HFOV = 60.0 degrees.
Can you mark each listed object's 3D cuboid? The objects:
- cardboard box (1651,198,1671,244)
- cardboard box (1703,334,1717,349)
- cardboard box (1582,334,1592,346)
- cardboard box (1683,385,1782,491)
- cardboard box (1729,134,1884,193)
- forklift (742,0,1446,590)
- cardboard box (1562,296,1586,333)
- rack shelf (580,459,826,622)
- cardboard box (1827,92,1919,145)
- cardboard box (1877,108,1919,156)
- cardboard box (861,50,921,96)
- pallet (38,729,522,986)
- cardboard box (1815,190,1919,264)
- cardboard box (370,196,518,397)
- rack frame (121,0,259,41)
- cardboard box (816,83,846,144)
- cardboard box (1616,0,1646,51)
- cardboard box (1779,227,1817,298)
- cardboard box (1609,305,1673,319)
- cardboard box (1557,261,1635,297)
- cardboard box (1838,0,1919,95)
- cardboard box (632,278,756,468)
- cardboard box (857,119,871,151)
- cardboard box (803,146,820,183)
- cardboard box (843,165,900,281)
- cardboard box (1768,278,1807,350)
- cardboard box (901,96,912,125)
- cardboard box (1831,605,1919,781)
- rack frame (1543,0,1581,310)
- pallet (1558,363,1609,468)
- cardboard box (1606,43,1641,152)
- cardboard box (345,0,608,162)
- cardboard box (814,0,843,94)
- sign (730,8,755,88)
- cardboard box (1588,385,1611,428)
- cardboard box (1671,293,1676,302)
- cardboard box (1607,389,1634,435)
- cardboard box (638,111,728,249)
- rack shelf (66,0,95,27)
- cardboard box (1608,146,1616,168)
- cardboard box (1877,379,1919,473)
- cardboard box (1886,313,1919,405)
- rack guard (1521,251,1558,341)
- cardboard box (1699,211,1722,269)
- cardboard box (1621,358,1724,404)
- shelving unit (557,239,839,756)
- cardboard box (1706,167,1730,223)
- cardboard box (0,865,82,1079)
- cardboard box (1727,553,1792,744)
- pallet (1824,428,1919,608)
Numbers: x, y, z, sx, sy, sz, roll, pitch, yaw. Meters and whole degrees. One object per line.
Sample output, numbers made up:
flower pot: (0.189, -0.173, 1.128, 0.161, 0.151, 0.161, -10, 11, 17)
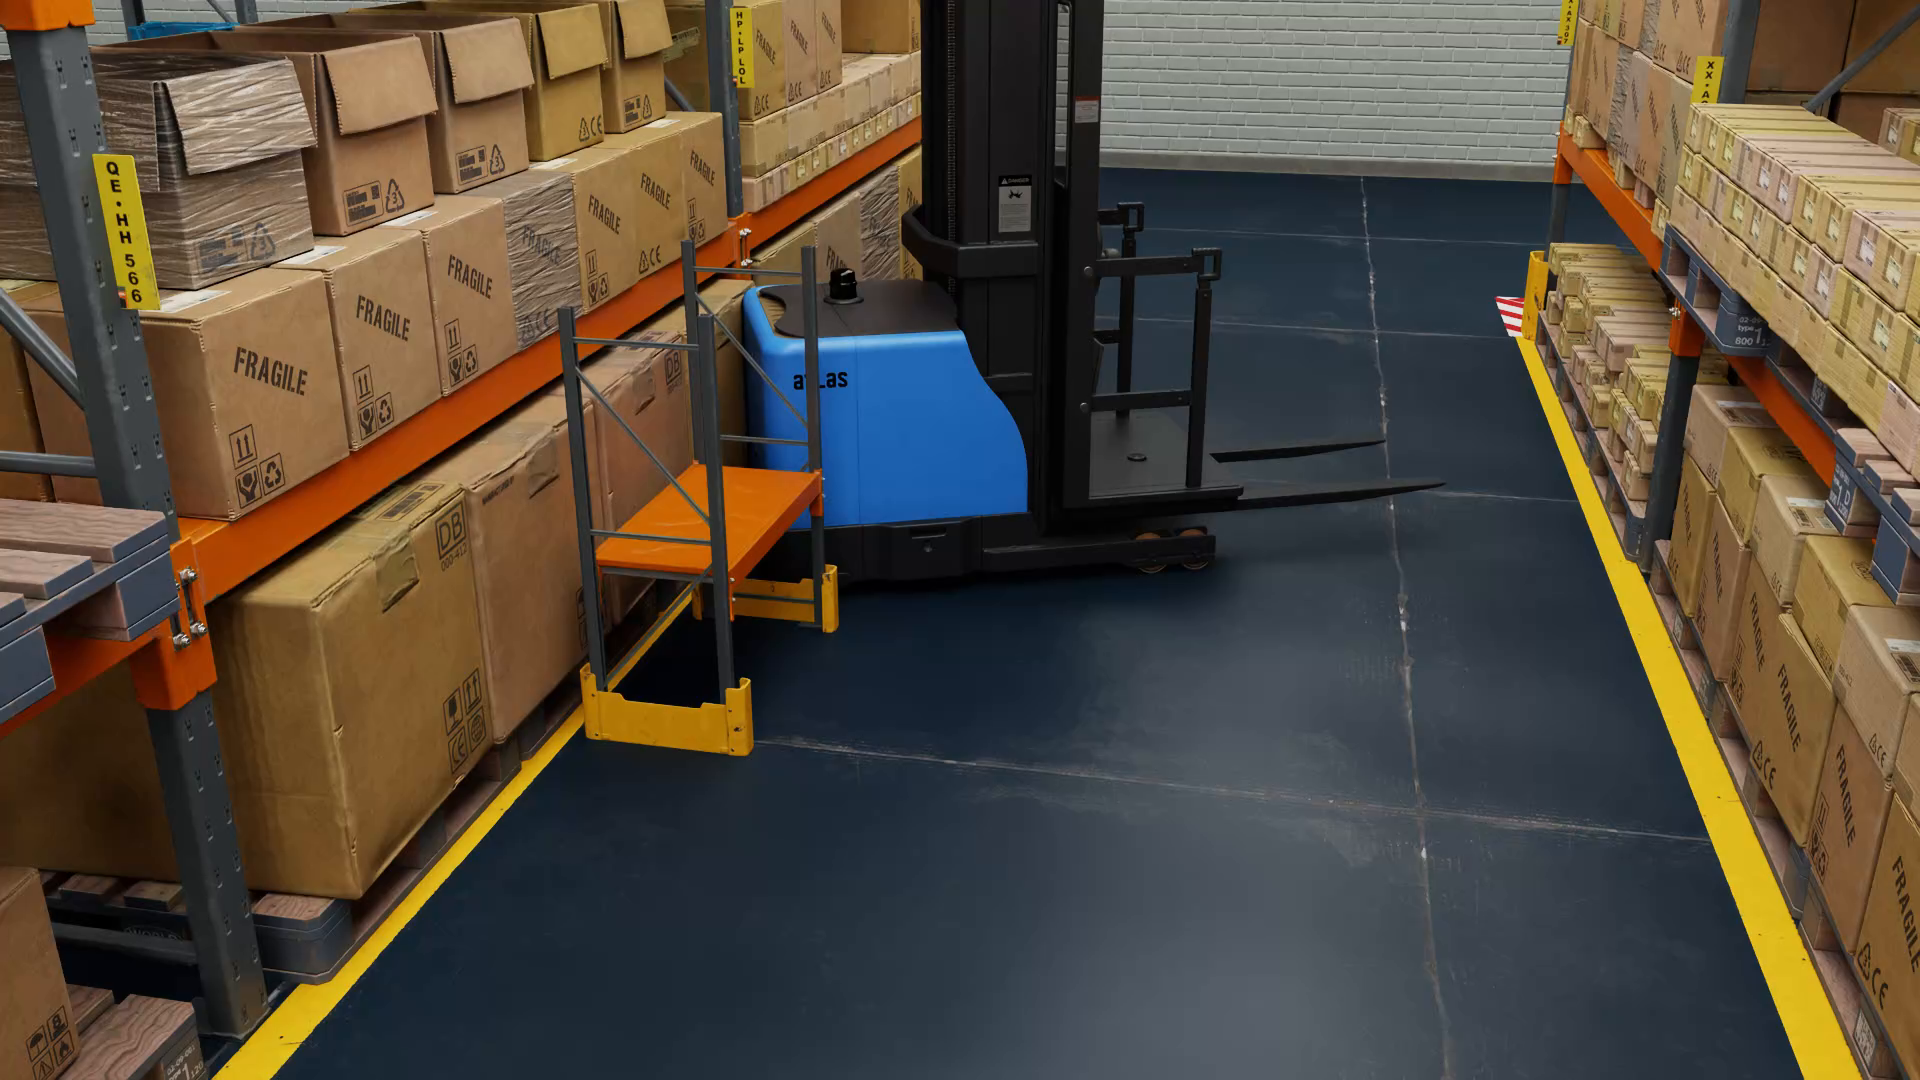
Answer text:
cardboard box: (3.140, -1.338, 6.996, 0.380, 0.149, 0.250, 4, 22, 9)
cardboard box: (3.894, -0.970, 8.205, 0.380, 0.149, 0.250, 4, 22, 9)
cardboard box: (3.626, -1.018, 9.121, 0.380, 0.149, 0.250, 5, 22, 11)
cardboard box: (2.956, -0.362, 6.018, 0.500, 0.250, 0.500, 3, 22, 9)
cardboard box: (2.676, -1.187, 5.264, 0.380, 0.149, 0.250, 4, 22, 10)
forklift: (0.611, -1.408, 6.927, 3.031, 2.935, 1.130, -5, 22, -11)
cardboard box: (3.590, -1.253, 9.305, 0.380, 0.149, 0.250, 5, 23, 13)
rack shelf: (-0.879, -0.022, 5.882, 0.538, 0.185, 1.000, 5, 22, 12)
cardboard box: (3.713, -1.576, 6.718, 0.500, 0.500, 0.500, 4, 22, 10)
cardboard box: (3.475, -1.422, 5.846, 0.380, 0.149, 0.250, 5, 23, 13)
cardboard box: (-0.492, -2.978, 10.536, 0.500, 0.250, 0.500, 4, 22, 10)
pallet: (-2.051, 0.829, 5.011, 1.003, 0.211, 1.213, 4, 22, 11)
cardboard box: (2.466, -0.808, 4.321, 0.380, 0.149, 0.250, 6, 23, 14)
cardboard box: (-1.716, -0.761, 5.095, 0.500, 0.500, 0.500, 4, 22, 10)
rack frame: (-5.502, -3.485, 11.991, 1.000, 3.000, 0.127, 4, 22, 11)
cardboard box: (-0.911, -2.236, 8.693, 0.500, 0.250, 0.500, 5, 22, 12)
cardboard box: (3.505, -2.636, 8.014, 0.500, 0.500, 0.500, 4, 22, 9)
cardboard box: (2.518, -0.764, 4.612, 0.380, 0.149, 0.250, 4, 22, 10)
cardboard box: (3.535, -1.093, 8.509, 0.380, 0.149, 0.250, 5, 22, 11)
cardboard box: (3.627, -1.482, 9.477, 0.380, 0.149, 0.250, 4, 22, 11)
cardboard box: (3.696, -2.024, 6.493, 0.500, 0.500, 0.500, 5, 22, 12)
cardboard box: (-1.581, -0.618, 7.155, 1.225, 0.875, 0.875, 5, 22, 11)
cardboard box: (-0.716, -2.276, 9.327, 0.380, 0.149, 0.250, 5, 22, 12)
cardboard box: (-0.925, -1.899, 8.391, 0.380, 0.149, 0.250, 4, 22, 9)
cardboard box: (-0.891, -1.743, 9.949, 0.875, 0.875, 0.875, 4, 22, 11)
cardboard box: (2.519, -0.629, 4.673, 0.380, 0.149, 0.250, 3, 22, 8)
cardboard box: (-0.508, -2.648, 10.249, 0.380, 0.149, 0.250, 5, 22, 11)
cardboard box: (2.524, 0.395, 4.138, 0.500, 0.250, 0.500, 5, 22, 12)
rack frame: (4.182, -2.692, 10.023, 1.000, 3.000, 0.127, 4, 22, 11)
pallet: (3.715, -0.632, 8.639, 1.003, 0.211, 1.213, 4, 22, 11)
cardboard box: (3.525, -2.171, 8.196, 0.500, 0.500, 0.500, 4, 22, 10)
cardboard box: (-1.743, -1.672, 6.012, 0.797, 0.503, 0.637, 5, 22, 12)
cardboard box: (-0.912, -2.586, 8.559, 0.500, 0.500, 0.500, 4, 22, 9)
sign: (-0.936, -2.107, 7.126, 0.100, 0.325, 0.005, 4, 22, 11)
cardboard box: (3.323, -0.650, 8.205, 0.380, 0.149, 0.250, 4, 22, 11)
cardboard box: (4.249, -1.298, 9.416, 0.380, 0.149, 0.250, 4, 22, 9)
cardboard box: (3.199, -0.578, 7.630, 0.380, 0.149, 0.250, 4, 22, 9)
cardboard box: (-1.298, -1.499, 6.926, 0.500, 0.500, 0.500, 5, 22, 11)
rack shelf: (-1.878, -1.971, 5.179, 1.077, 0.370, 4.000, 4, 22, 11)
cardboard box: (3.600, -2.001, 8.643, 0.380, 0.149, 0.250, 4, 22, 10)
cardboard box: (2.304, -0.245, 3.721, 0.380, 0.149, 0.250, 5, 22, 12)
cardboard box: (2.308, -0.392, 3.688, 0.380, 0.149, 0.250, 5, 22, 12)
rack guard: (4.166, -1.505, 10.421, 1.175, 0.500, 0.348, 4, 22, 11)
cardboard box: (2.729, -1.006, 5.609, 0.380, 0.149, 0.250, 5, 22, 11)
cardboard box: (3.240, -0.716, 7.573, 0.380, 0.149, 0.250, 4, 22, 10)
shelving unit: (-0.877, -0.192, 5.823, 0.587, 1.500, 1.083, 5, 22, 12)
cardboard box: (2.732, -1.147, 5.563, 0.380, 0.149, 0.250, 5, 22, 12)
cardboard box: (-2.403, 1.021, 3.561, 0.700, 0.500, 0.500, 3, 22, 8)
cardboard box: (2.755, 0.372, 5.199, 0.500, 0.500, 0.500, 5, 22, 12)
pallet: (2.590, 0.054, 3.461, 1.213, 0.211, 1.003, 4, 22, 11)
